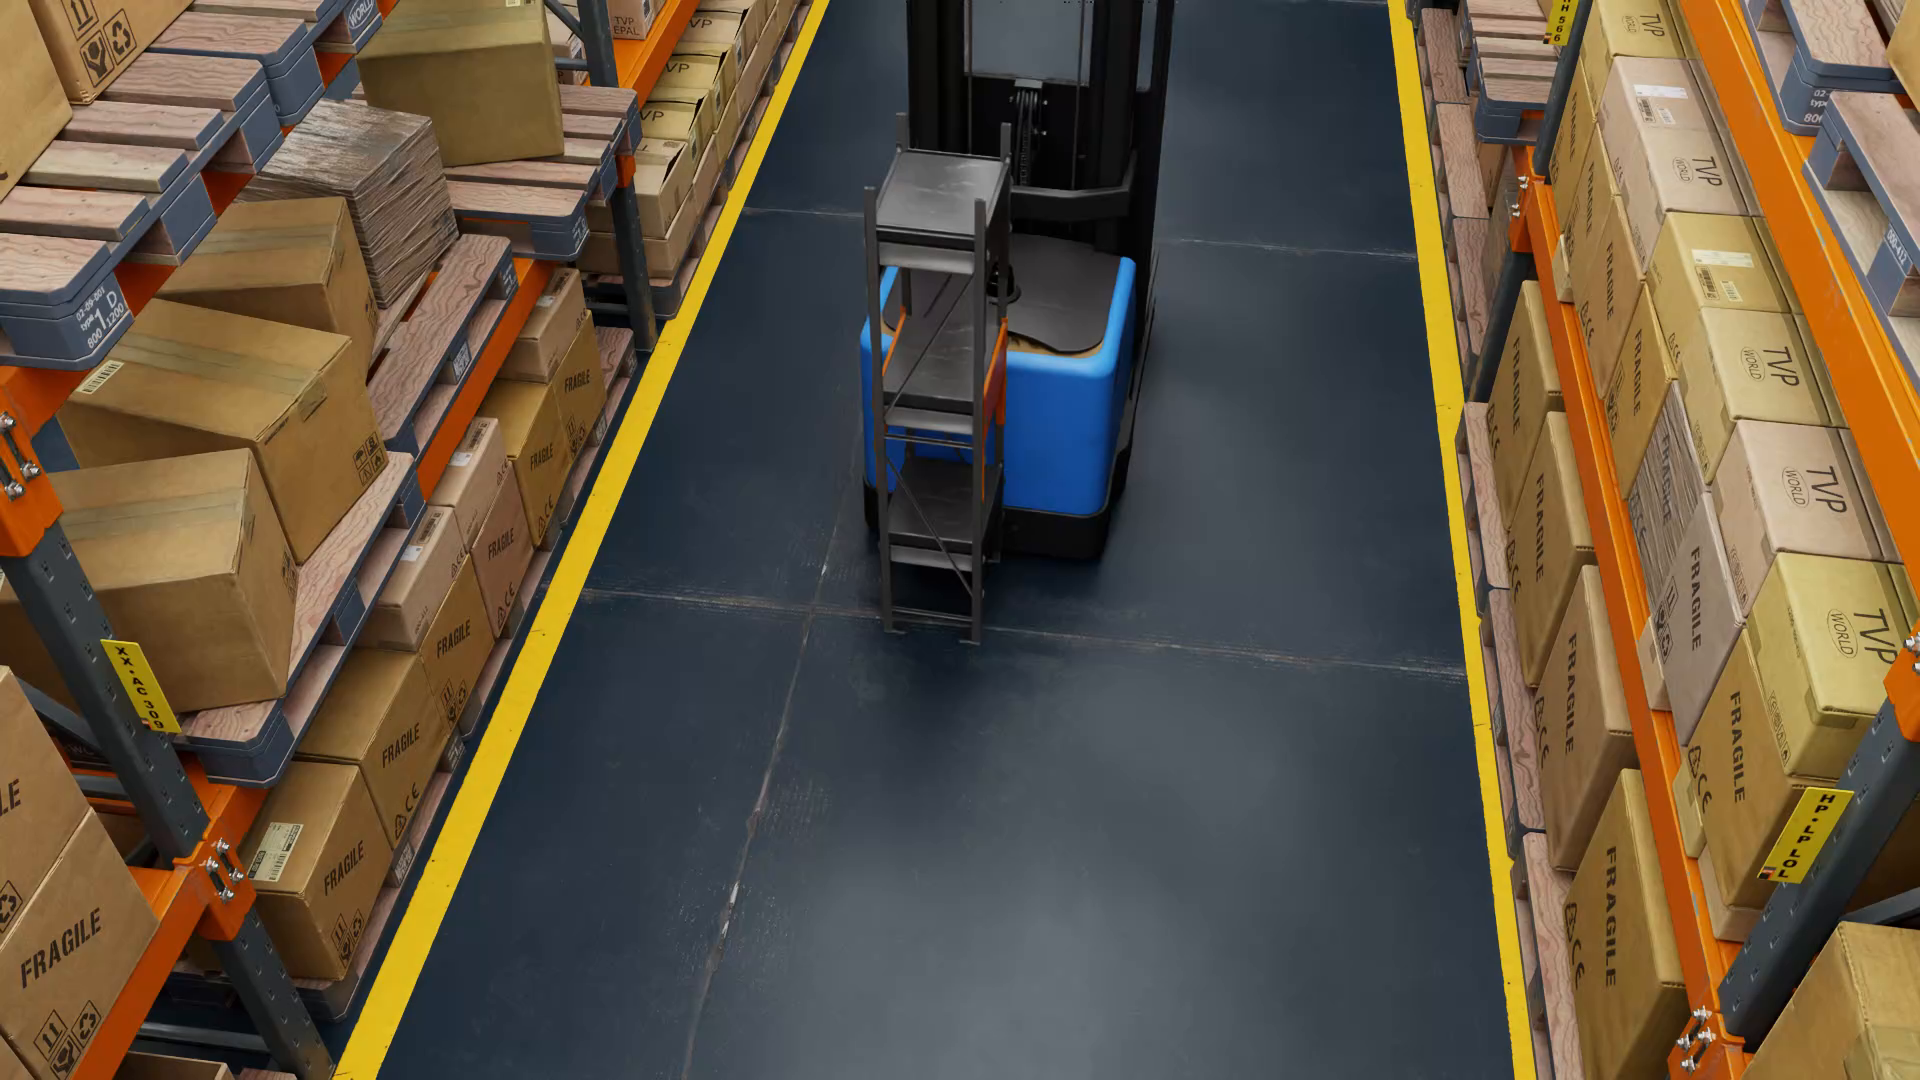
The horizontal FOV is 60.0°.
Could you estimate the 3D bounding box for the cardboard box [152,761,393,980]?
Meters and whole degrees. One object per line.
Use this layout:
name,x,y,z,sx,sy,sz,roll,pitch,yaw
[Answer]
cardboard box,-2.233,1.070,5.436,0.500,0.500,0.500,3,44,4

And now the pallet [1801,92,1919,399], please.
pallet,2.445,-0.571,3.629,0.805,0.209,1.217,4,44,4

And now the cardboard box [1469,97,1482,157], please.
cardboard box,3.223,-2.423,9.125,0.700,0.500,0.500,6,44,6

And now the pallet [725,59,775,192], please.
pallet,-1.698,-2.470,9.705,1.003,0.211,1.213,5,44,6

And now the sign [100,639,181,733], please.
sign,-2.000,0.360,4.059,0.100,0.325,0.005,5,44,6

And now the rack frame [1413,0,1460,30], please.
rack frame,3.430,-4.374,9.688,1.000,3.000,0.127,5,44,6

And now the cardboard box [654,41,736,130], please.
cardboard box,-1.519,-2.490,8.985,0.500,0.311,0.500,4,44,4

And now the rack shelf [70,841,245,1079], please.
rack shelf,-2.803,2.254,3.211,1.077,0.370,4.000,5,44,6

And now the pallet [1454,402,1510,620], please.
pallet,2.722,-0.105,7.208,1.003,0.211,1.213,5,44,6

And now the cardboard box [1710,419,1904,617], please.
cardboard box,2.258,-0.035,4.257,0.500,0.250,0.500,6,44,6

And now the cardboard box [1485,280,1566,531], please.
cardboard box,2.674,-0.531,6.887,0.750,0.750,0.750,5,44,5

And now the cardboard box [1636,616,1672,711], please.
cardboard box,2.202,0.373,4.842,0.380,0.149,0.250,5,44,6

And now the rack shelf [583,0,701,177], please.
rack shelf,-1.745,-3.198,8.969,1.077,0.370,4.000,5,44,6

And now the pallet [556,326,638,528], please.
pallet,-2.146,-0.578,7.707,1.003,0.211,1.213,5,44,6

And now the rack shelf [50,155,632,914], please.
rack shelf,-2.274,-0.472,6.090,1.077,0.370,4.000,5,44,6

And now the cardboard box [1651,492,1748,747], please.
cardboard box,2.241,0.240,4.511,0.500,0.500,0.500,6,44,6

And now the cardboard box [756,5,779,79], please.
cardboard box,-1.384,-2.974,9.904,0.500,0.250,0.500,6,44,6

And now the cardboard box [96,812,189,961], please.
cardboard box,-2.757,1.015,5.494,0.500,0.500,0.500,5,44,5

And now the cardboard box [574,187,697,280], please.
cardboard box,-1.649,-1.580,8.432,0.500,0.250,0.500,5,44,5

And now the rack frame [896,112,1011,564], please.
rack frame,-0.022,-0.688,6.449,0.400,2.100,0.015,8,44,8

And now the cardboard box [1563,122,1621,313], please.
cardboard box,2.505,-1.136,5.965,0.500,0.500,0.500,7,44,7

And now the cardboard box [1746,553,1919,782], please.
cardboard box,2.180,0.312,3.890,0.500,0.250,0.500,6,44,7

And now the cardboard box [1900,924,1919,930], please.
cardboard box,2.613,0.951,4.232,0.380,0.149,0.250,4,44,4

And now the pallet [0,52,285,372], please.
pallet,-2.383,-0.829,3.899,1.213,0.211,1.003,5,44,6

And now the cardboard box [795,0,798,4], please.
cardboard box,-1.248,-3.667,10.636,0.500,0.250,0.500,5,44,5

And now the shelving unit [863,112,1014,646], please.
shelving unit,-0.068,-0.523,6.275,0.431,2.100,0.503,8,44,8

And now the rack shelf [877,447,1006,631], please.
rack shelf,-0.068,-0.005,6.766,0.431,0.518,0.480,8,44,8

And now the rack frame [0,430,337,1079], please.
rack frame,-2.538,0.630,4.403,1.000,3.000,0.127,5,44,6

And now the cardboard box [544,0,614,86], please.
cardboard box,-1.918,-2.308,7.570,0.500,0.311,0.500,8,44,8

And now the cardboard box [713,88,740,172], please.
cardboard box,-1.521,-2.278,9.169,0.500,0.250,0.500,4,44,4

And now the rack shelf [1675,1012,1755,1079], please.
rack shelf,2.108,2.702,2.738,1.077,0.370,4.000,5,44,6

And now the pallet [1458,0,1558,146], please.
pallet,2.890,-2.074,7.398,1.213,0.211,1.003,5,44,6

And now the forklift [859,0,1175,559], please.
forklift,0.370,-2.009,7.240,1.130,2.935,3.031,8,44,8

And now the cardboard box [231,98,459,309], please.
cardboard box,-2.291,-1.240,5.999,0.700,0.500,0.500,13,45,13

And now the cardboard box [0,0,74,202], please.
cardboard box,-2.399,-1.021,3.514,0.600,0.600,0.600,1,43,2

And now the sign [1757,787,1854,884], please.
sign,1.833,0.643,3.604,0.100,0.325,0.005,5,44,6

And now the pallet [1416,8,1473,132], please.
pallet,3.328,-2.831,10.087,1.003,0.211,1.213,5,44,6

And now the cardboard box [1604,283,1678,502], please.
cardboard box,2.377,-0.442,5.232,0.500,0.500,0.500,6,44,7

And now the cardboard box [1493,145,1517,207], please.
cardboard box,3.128,-1.736,8.400,0.700,0.500,0.500,5,44,5

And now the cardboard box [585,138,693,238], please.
cardboard box,-1.649,-1.784,8.239,0.500,0.311,0.500,7,44,7

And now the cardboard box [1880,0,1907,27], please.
cardboard box,2.737,-1.518,4.097,0.700,0.500,0.500,5,44,5

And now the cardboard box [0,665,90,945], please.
cardboard box,-2.349,0.599,3.636,0.500,0.500,0.500,5,44,6

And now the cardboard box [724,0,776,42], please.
cardboard box,-1.381,-3.183,9.716,0.500,0.311,0.500,5,44,5

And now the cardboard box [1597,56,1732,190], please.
cardboard box,2.515,-1.420,5.719,0.500,0.250,0.500,5,44,5

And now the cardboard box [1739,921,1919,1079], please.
cardboard box,2.284,1.337,3.438,0.980,0.700,0.700,6,44,6

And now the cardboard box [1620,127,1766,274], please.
cardboard box,2.453,-1.079,5.359,0.500,0.250,0.500,6,44,6

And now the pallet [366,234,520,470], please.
pallet,-2.262,-0.701,5.948,1.003,0.211,1.213,5,44,6

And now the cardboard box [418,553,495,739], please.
cardboard box,-2.100,0.366,6.180,0.500,0.500,0.500,6,44,6

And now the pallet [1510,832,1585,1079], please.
pallet,2.400,1.557,5.452,1.003,0.211,1.213,5,44,6

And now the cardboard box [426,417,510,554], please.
cardboard box,-2.035,-0.225,6.259,0.500,0.250,0.500,4,44,5

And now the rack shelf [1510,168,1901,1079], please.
rack shelf,2.637,-0.024,5.617,1.077,0.370,4.000,5,44,6

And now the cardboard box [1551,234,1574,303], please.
cardboard box,2.467,-1.017,6.310,0.380,0.149,0.250,6,44,7

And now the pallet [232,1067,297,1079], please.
pallet,-2.630,2.111,4.868,1.003,0.211,1.213,5,44,6

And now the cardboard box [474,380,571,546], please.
cardboard box,-1.969,-0.337,6.922,0.500,0.500,0.500,4,44,4

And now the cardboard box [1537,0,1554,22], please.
cardboard box,3.000,-2.549,7.368,0.700,0.500,0.500,1,43,2

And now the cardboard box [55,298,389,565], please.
cardboard box,-2.226,-0.336,5.045,0.700,0.500,0.500,12,45,12

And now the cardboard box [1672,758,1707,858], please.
cardboard box,2.146,0.731,4.464,0.380,0.149,0.250,6,44,6

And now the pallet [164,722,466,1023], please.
pallet,-2.468,1.085,5.951,1.003,0.211,1.213,5,44,6

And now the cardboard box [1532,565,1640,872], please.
cardboard box,2.444,0.645,5.645,0.750,0.750,0.750,6,44,7
